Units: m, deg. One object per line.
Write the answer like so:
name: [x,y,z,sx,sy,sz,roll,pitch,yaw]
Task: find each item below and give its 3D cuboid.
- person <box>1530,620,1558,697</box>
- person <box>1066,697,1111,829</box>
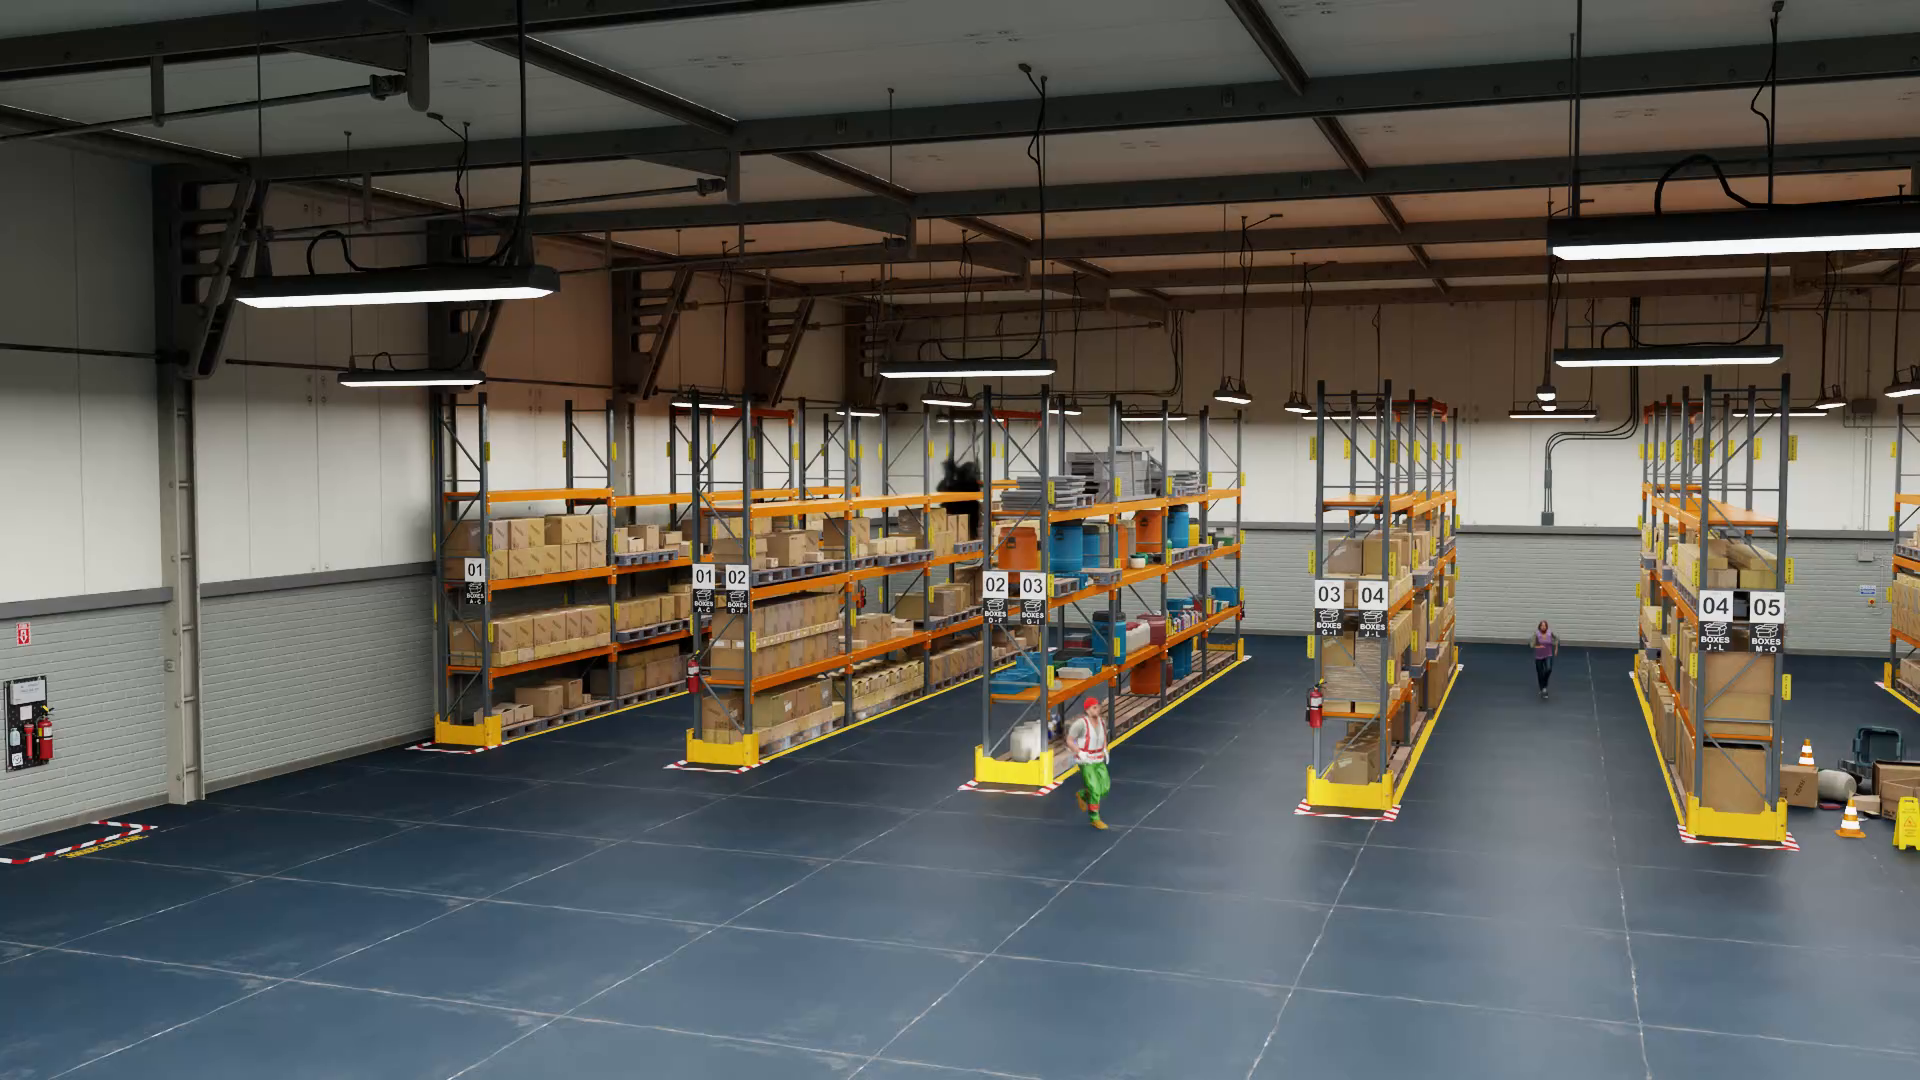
person: [11.859,2.399,33.752,0.566,1.552,0.741,1,3,12]
person: [1.704,2.955,22.209,0.679,1.742,0.607,-2,4,-34]
